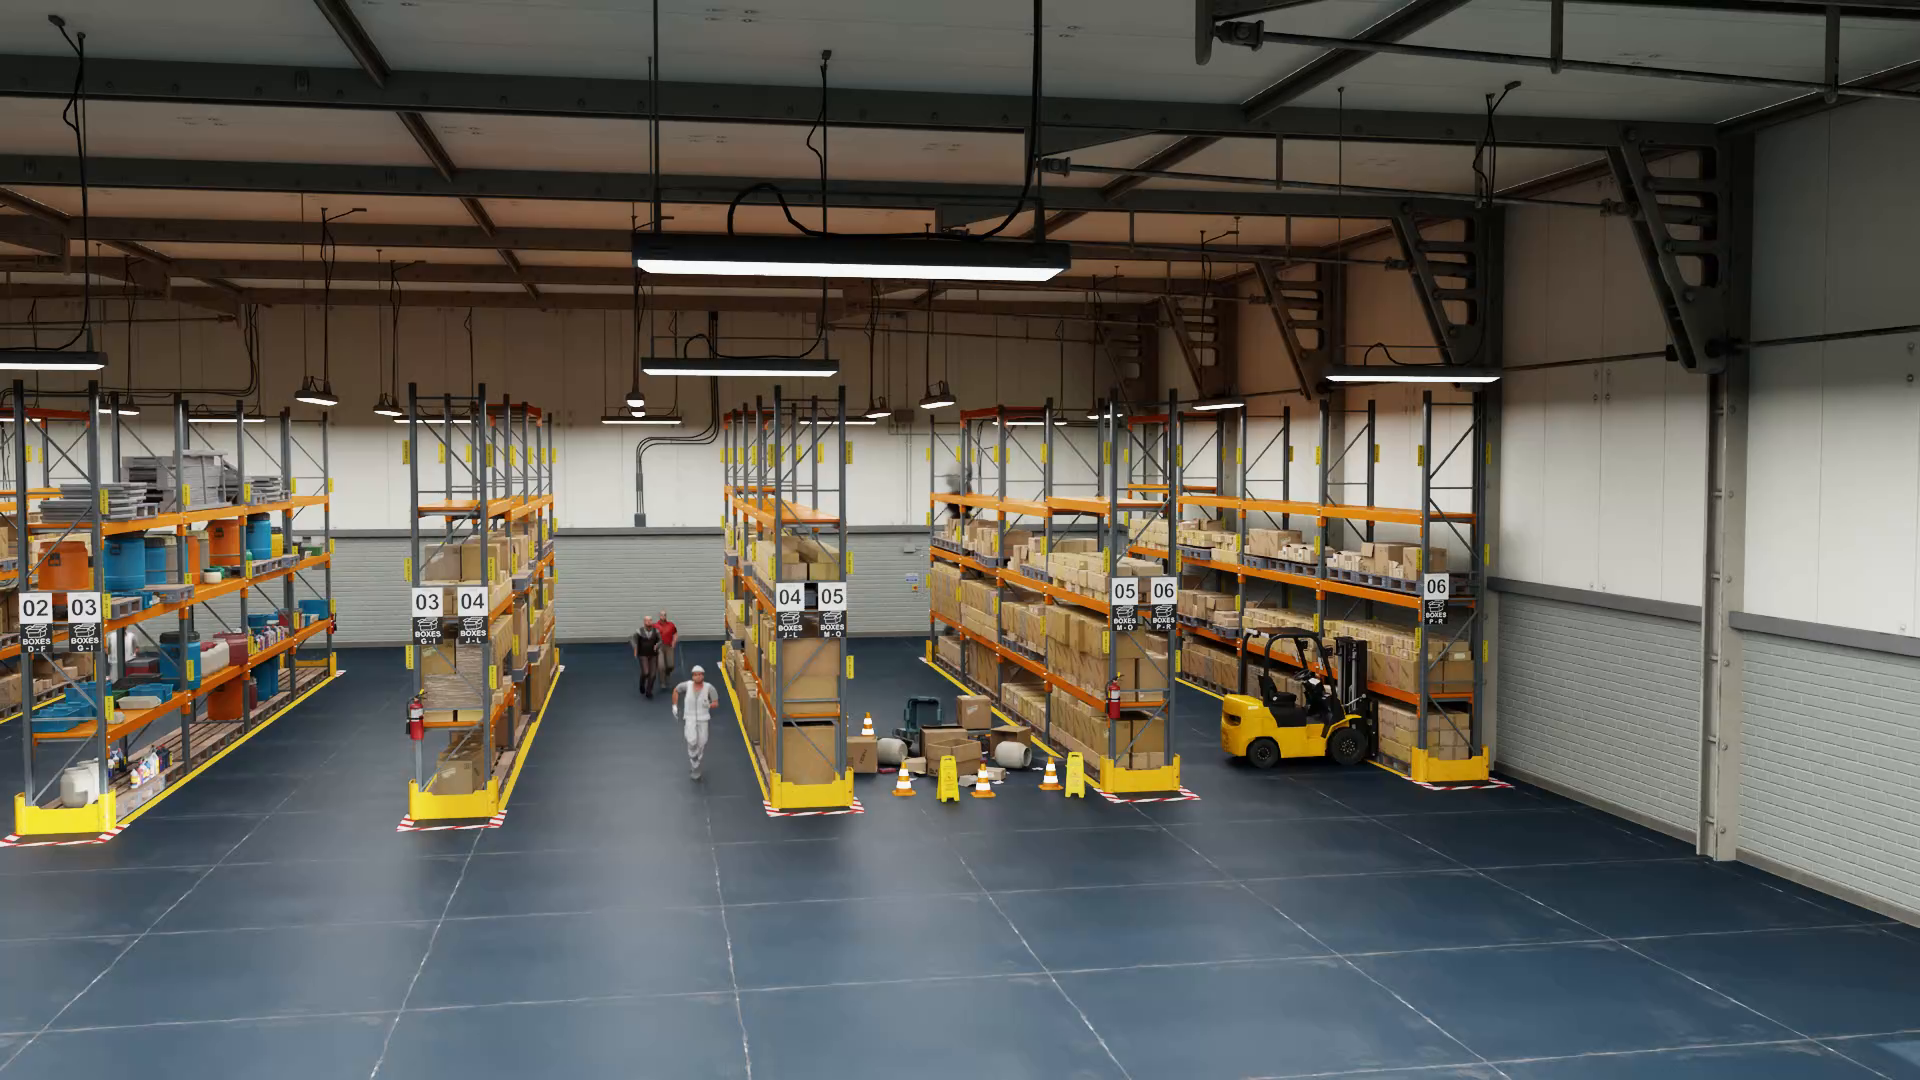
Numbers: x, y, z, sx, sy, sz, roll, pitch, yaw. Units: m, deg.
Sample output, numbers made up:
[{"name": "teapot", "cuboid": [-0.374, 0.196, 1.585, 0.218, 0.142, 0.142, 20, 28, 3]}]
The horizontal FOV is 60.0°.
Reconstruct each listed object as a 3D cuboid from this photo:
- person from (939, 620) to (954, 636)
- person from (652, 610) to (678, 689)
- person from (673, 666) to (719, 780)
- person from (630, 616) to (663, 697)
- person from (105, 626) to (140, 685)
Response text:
[{"name": "person", "cuboid": [-0.196, 2.093, 41.818, 0.616, 1.625, 0.625, 1, 3, 23]}, {"name": "person", "cuboid": [-6.377, 2.351, 35.724, 0.644, 1.674, 0.622, -1, 3, -19]}, {"name": "person", "cuboid": [-4.076, 2.807, 25.673, 0.695, 1.767, 0.826, -1, 3, -11]}, {"name": "person", "cuboid": [-6.440, 2.413, 34.359, 0.644, 1.680, 0.591, -1, 3, -24]}, {"name": "person", "cuboid": [-16.708, 2.451, 33.146, 0.660, 1.736, 0.589, -1, 3, -24]}]
